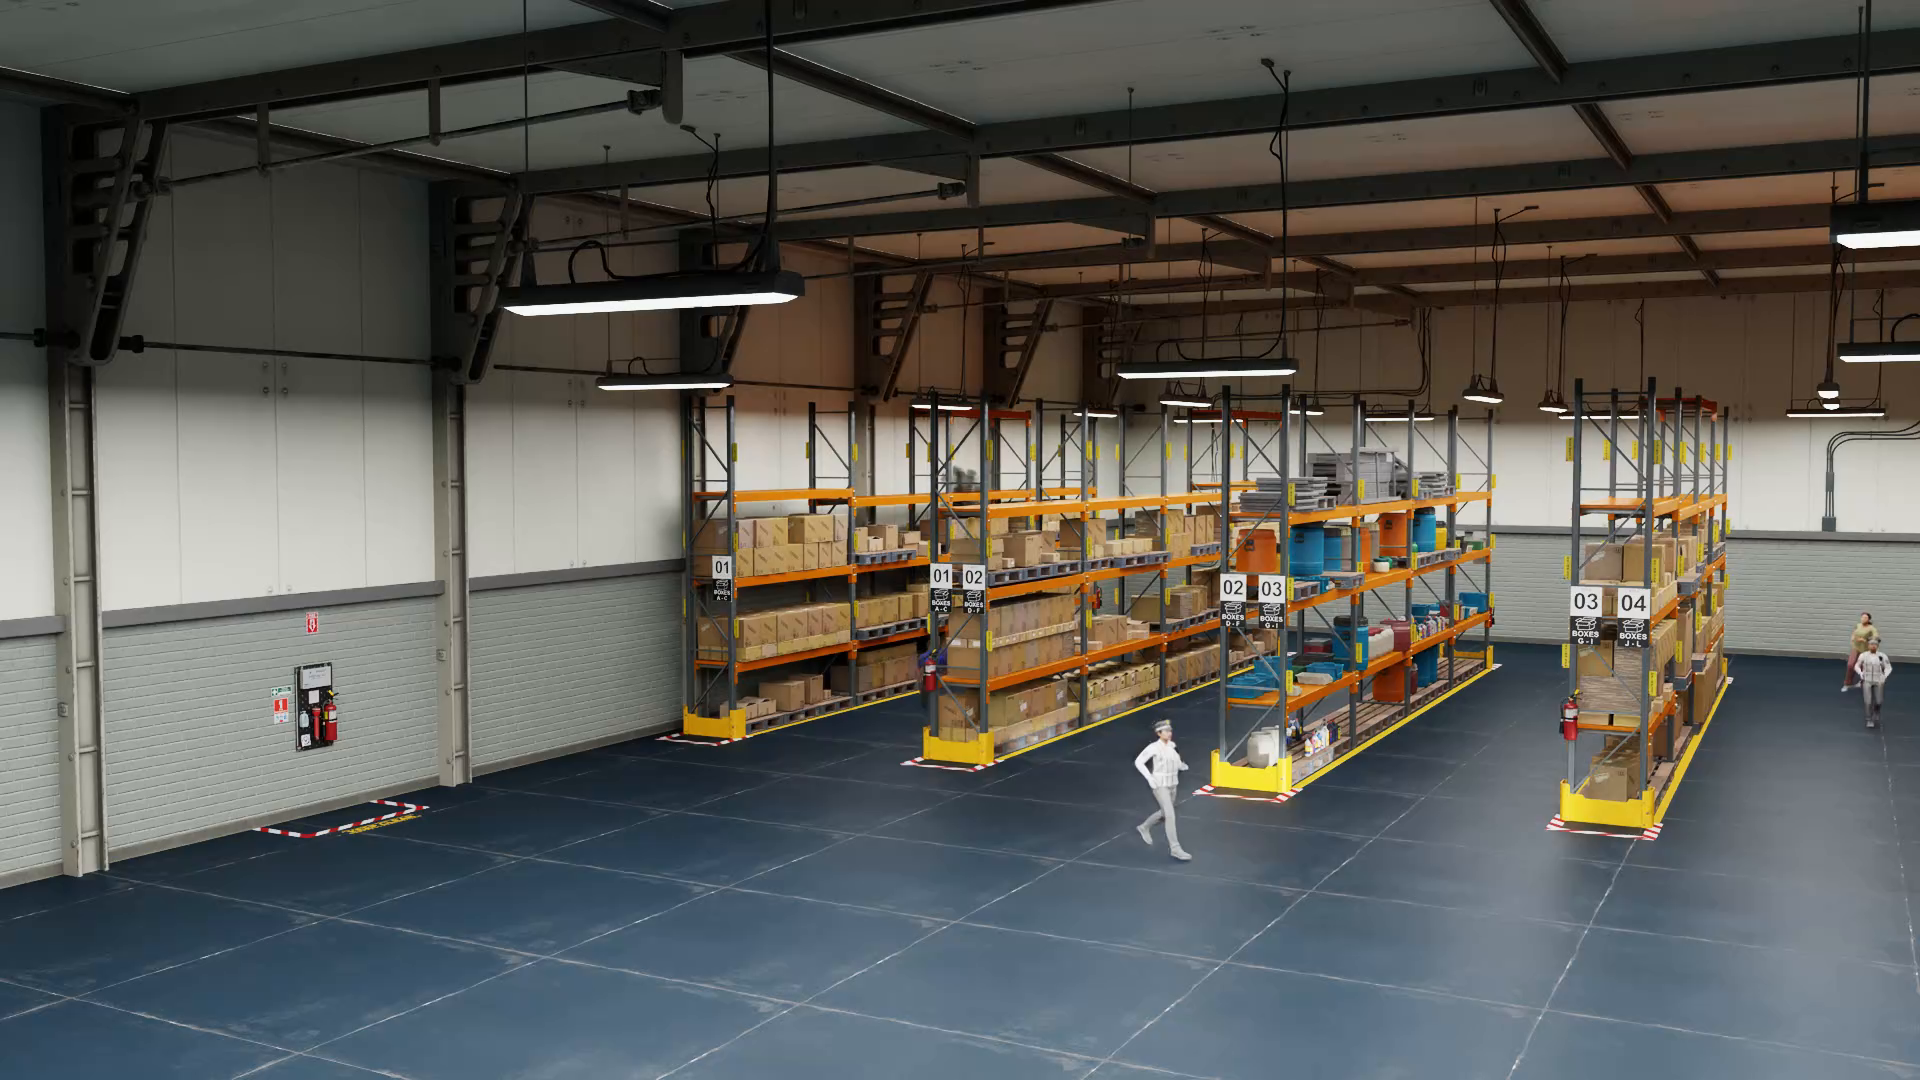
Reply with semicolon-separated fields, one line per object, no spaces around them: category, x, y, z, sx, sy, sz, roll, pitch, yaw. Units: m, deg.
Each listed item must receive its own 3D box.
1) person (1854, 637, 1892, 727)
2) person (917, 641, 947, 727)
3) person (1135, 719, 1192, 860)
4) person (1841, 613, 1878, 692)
person;16.642;2.580;30.321;0.612;1.648;0.571;2;3;28
person;-0.513;2.632;30.178;0.568;1.632;0.868;1;3;20
person;2.530;3.052;20.609;0.614;1.676;0.918;-3;4;-43
person;18.958;2.355;34.845;0.862;1.695;0.590;-2;4;-38
